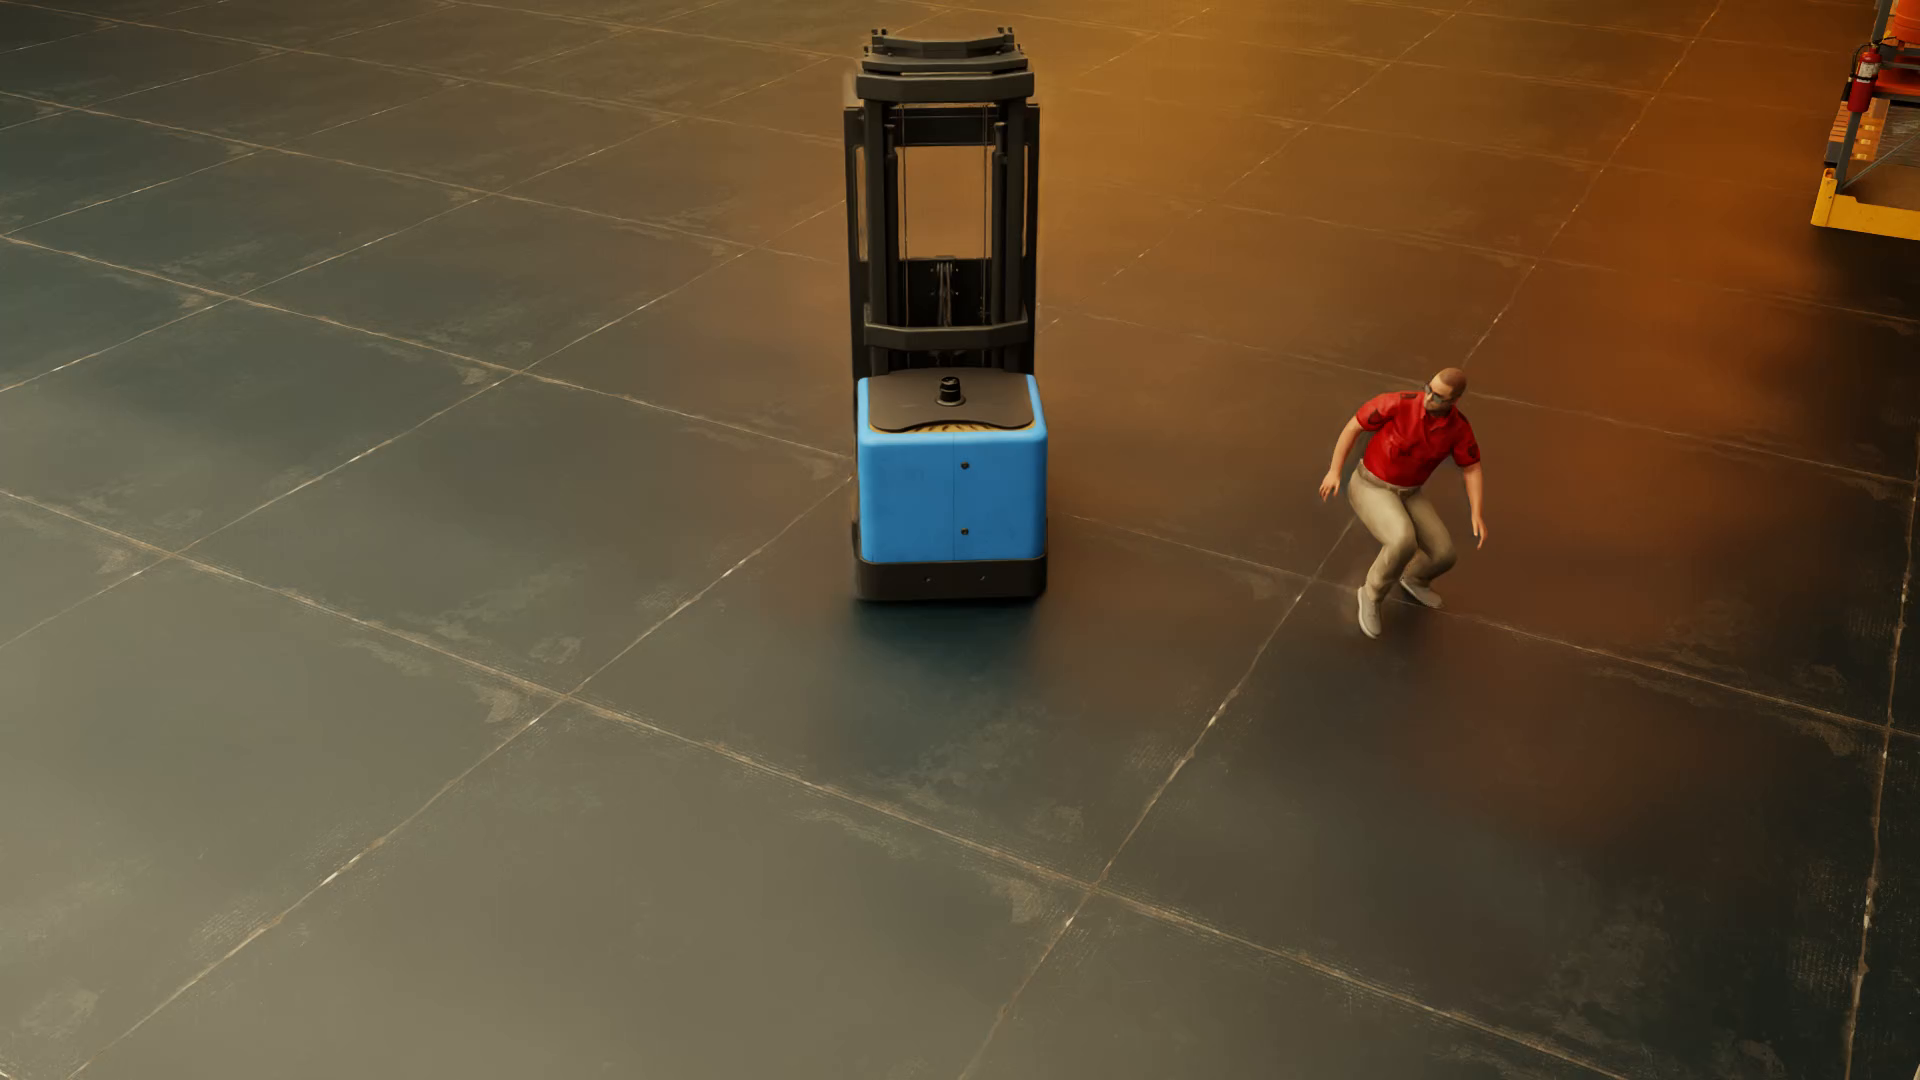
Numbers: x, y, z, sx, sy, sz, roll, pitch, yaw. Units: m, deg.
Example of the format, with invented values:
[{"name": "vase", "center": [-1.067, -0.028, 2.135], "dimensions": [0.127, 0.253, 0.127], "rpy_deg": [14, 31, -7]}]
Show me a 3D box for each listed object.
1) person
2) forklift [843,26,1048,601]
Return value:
[{"name": "person", "center": [2.417, -0.220, 8.930], "dimensions": [0.792, 1.507, 0.691], "rpy_deg": [-10, 31, -17]}, {"name": "forklift", "center": [-0.116, -1.635, 9.903], "dimensions": [1.130, 2.935, 3.031], "rpy_deg": [-2, 30, -3]}]
